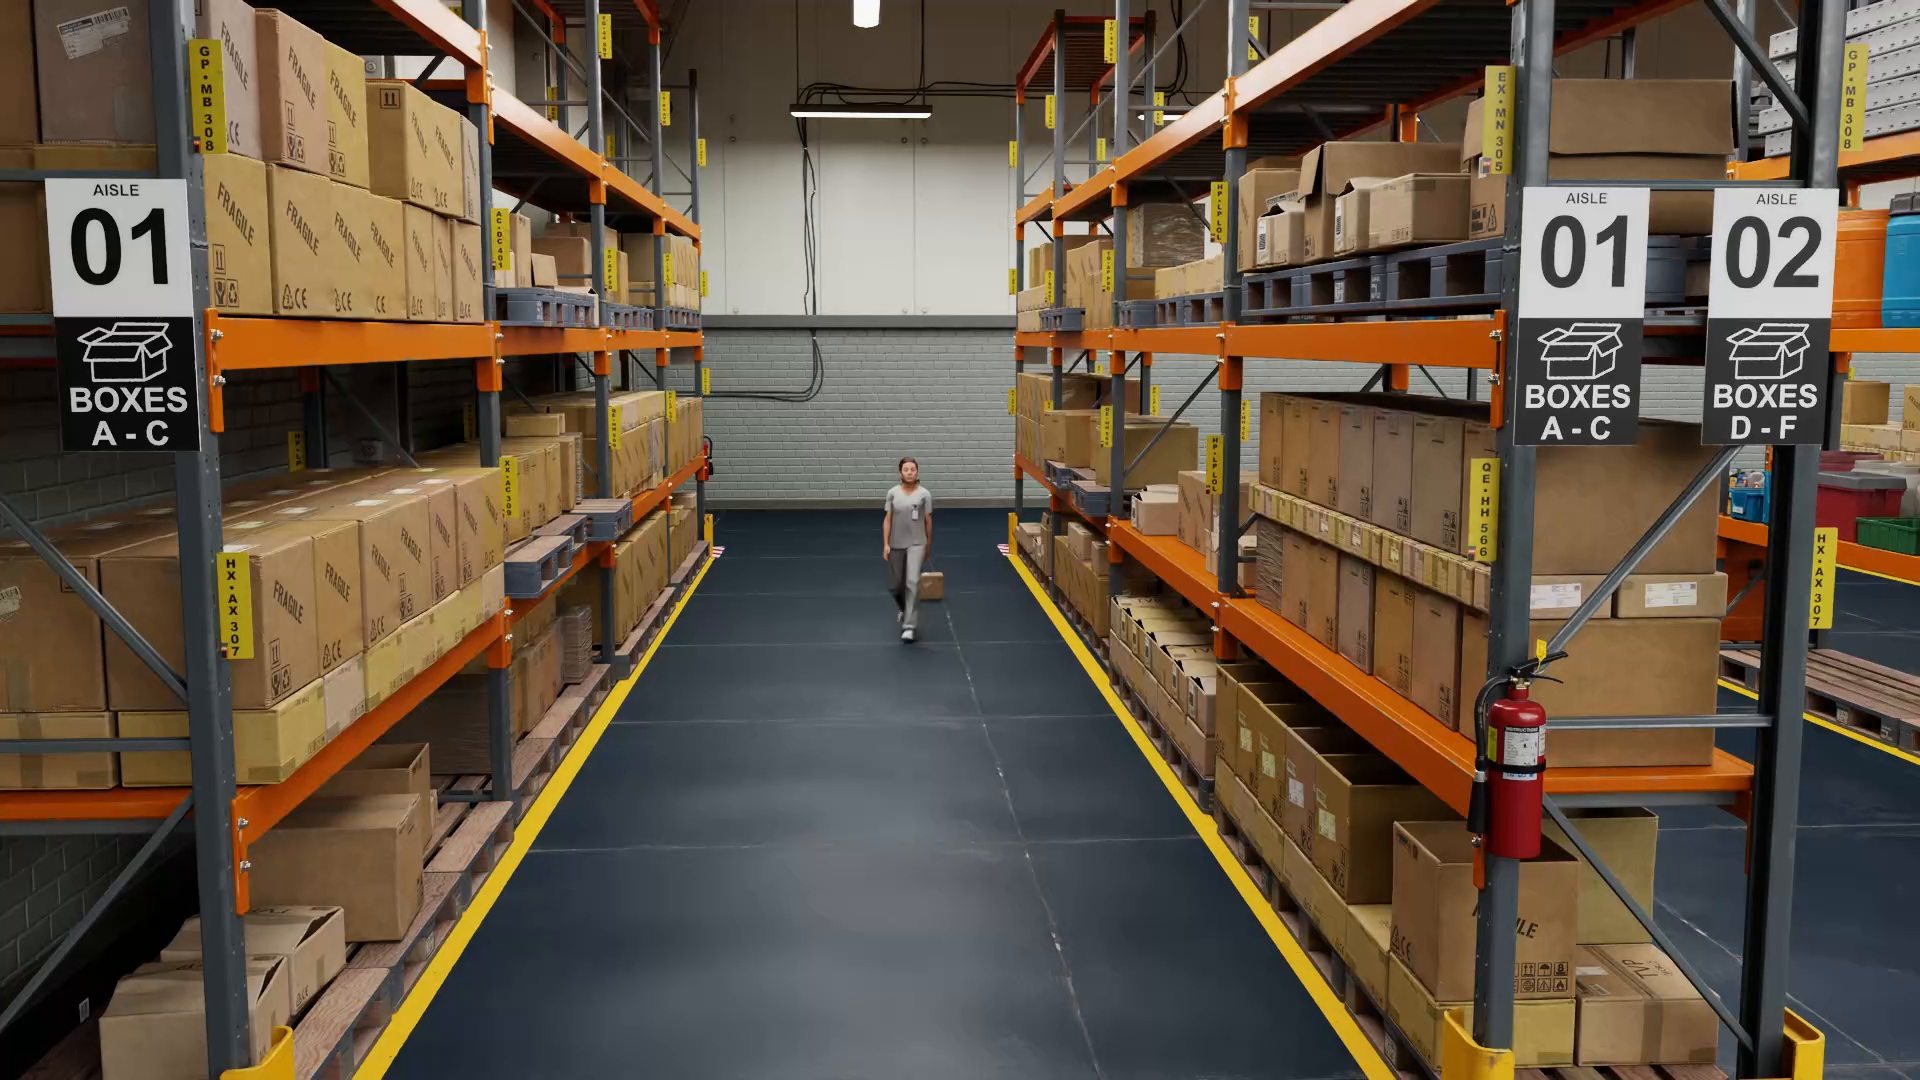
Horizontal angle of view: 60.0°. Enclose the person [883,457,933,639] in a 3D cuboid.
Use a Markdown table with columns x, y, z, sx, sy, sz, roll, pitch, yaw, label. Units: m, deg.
| x | y | z | sx | sy | sz | roll | pitch | yaw | label |
| --- | --- | --- | --- | --- | --- | --- | --- | --- | --- |
| -0.474 | 0.051 | 15.274 | 0.438 | 1.631 | 0.923 | 1 | 7 | 8 | person |
